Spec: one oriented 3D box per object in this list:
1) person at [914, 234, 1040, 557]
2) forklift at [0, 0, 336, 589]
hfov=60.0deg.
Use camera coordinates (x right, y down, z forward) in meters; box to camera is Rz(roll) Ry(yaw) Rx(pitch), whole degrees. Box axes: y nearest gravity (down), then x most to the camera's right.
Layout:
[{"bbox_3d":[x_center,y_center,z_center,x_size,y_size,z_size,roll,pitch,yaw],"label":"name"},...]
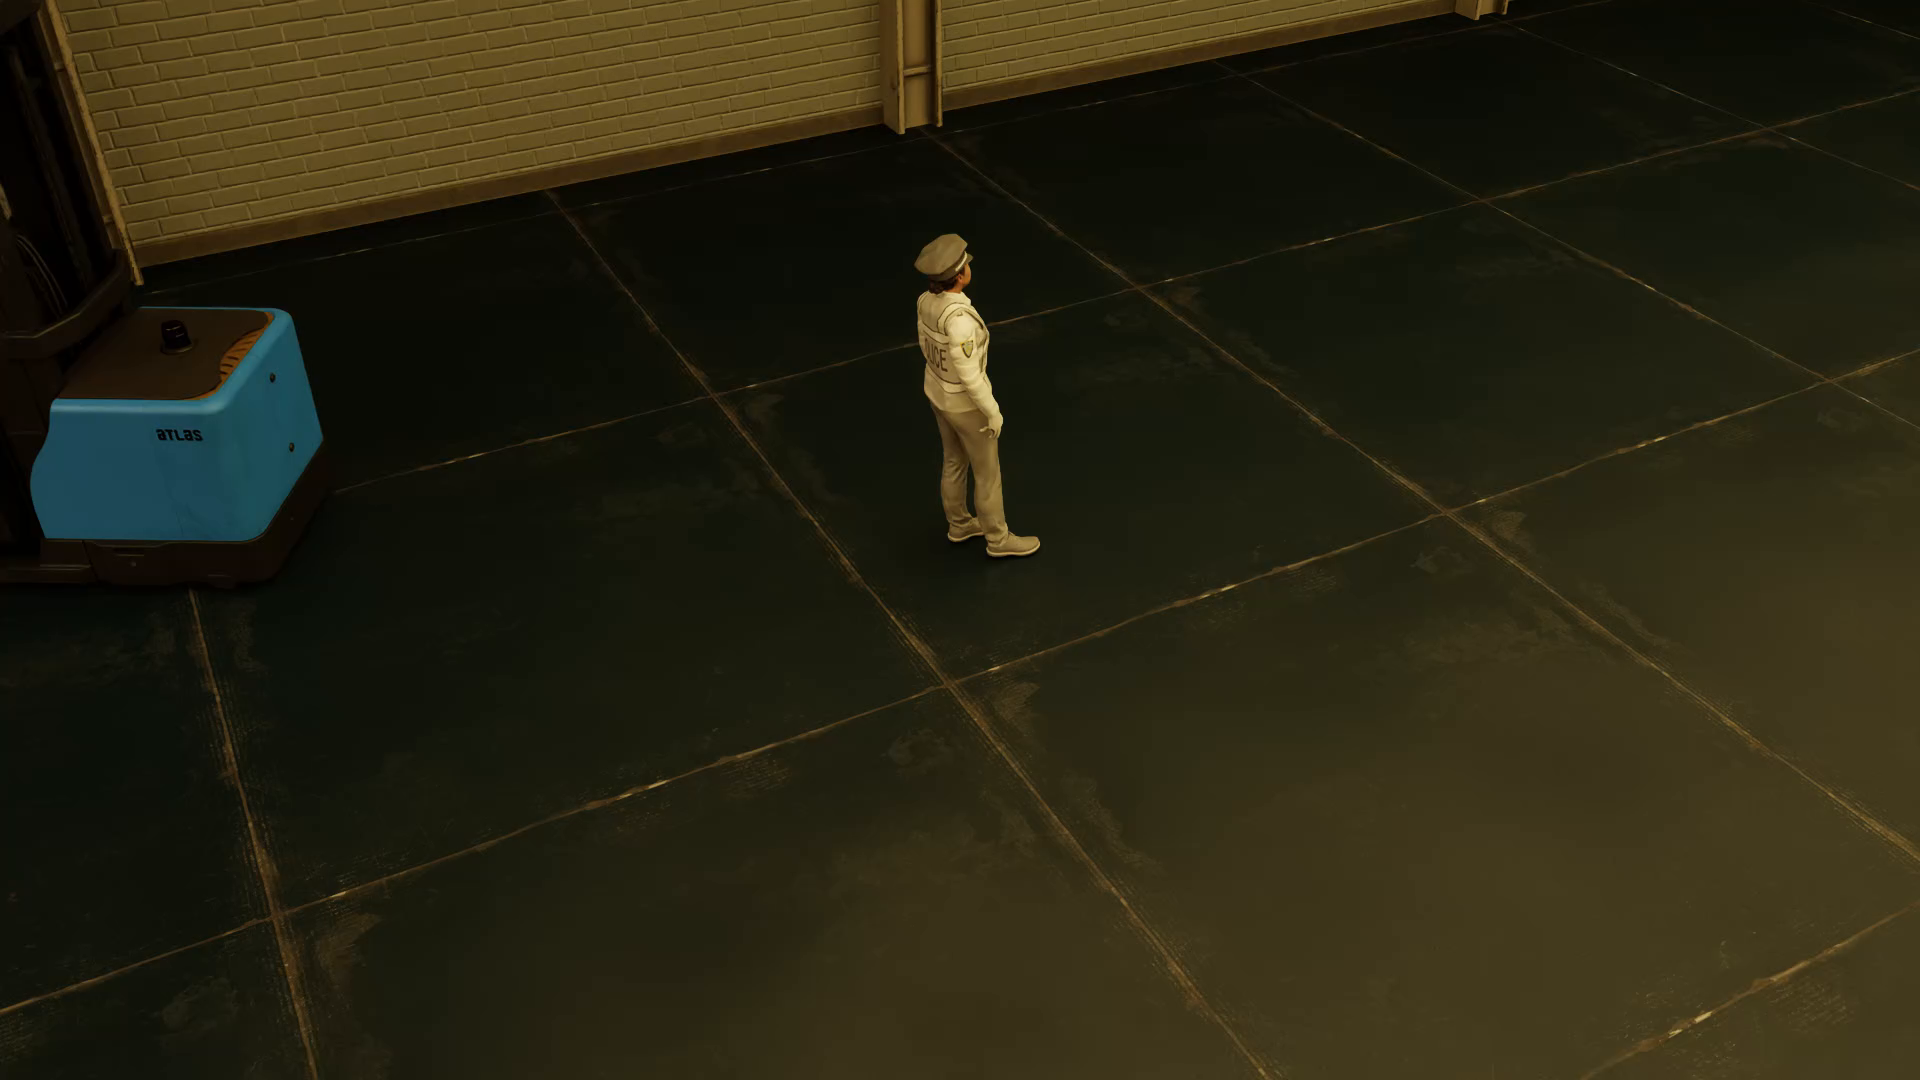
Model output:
[{"bbox_3d":[0.064,-0.713,8.190,0.530,1.694,0.586,-17,39,-23],"label":"person"},{"bbox_3d":[-4.911,-1.252,7.894,3.031,2.935,1.130,1,35,1],"label":"forklift"}]
